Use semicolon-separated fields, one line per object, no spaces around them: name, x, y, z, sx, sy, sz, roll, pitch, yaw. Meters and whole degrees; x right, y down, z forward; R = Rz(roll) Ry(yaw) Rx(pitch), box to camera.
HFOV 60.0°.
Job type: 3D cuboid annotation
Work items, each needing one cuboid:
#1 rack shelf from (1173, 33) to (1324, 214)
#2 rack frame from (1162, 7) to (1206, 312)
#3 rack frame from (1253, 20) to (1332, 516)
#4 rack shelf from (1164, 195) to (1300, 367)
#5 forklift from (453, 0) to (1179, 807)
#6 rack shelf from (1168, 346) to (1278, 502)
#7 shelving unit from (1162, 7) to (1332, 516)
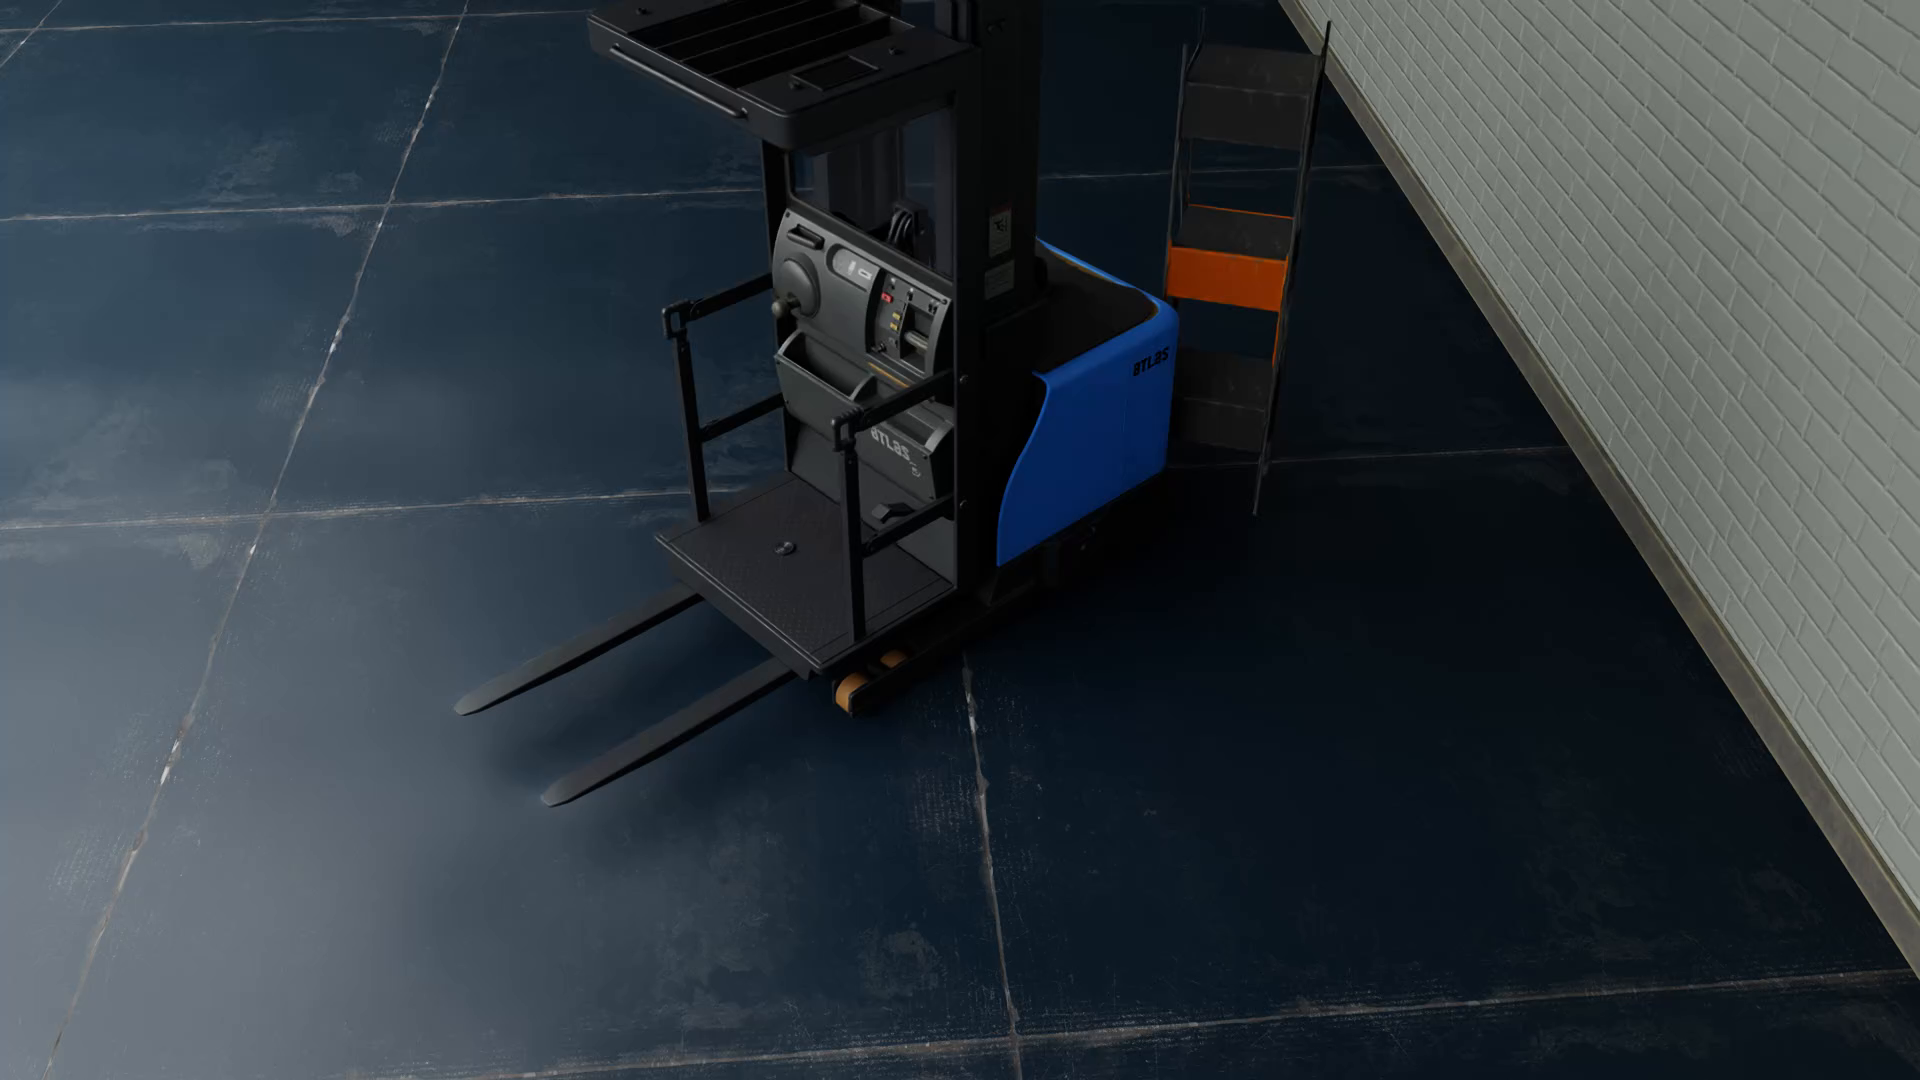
rack shelf;1.131;-1.634;6.518;0.480;0.518;0.431;10;39;13
rack frame;0.897;-1.138;6.997;0.015;2.100;0.400;10;39;13
rack frame;1.365;-1.052;6.889;0.015;2.100;0.400;10;39;13
rack shelf;1.131;-1.084;6.951;0.480;0.518;0.431;10;39;13
forklift;-0.524;-0.842;5.951;3.031;2.935;1.130;-30;47;-32
rack shelf;1.131;-0.535;7.385;0.480;0.518;0.431;10;39;13
shelving unit;1.131;-1.095;6.943;0.503;2.100;0.431;10;39;13
